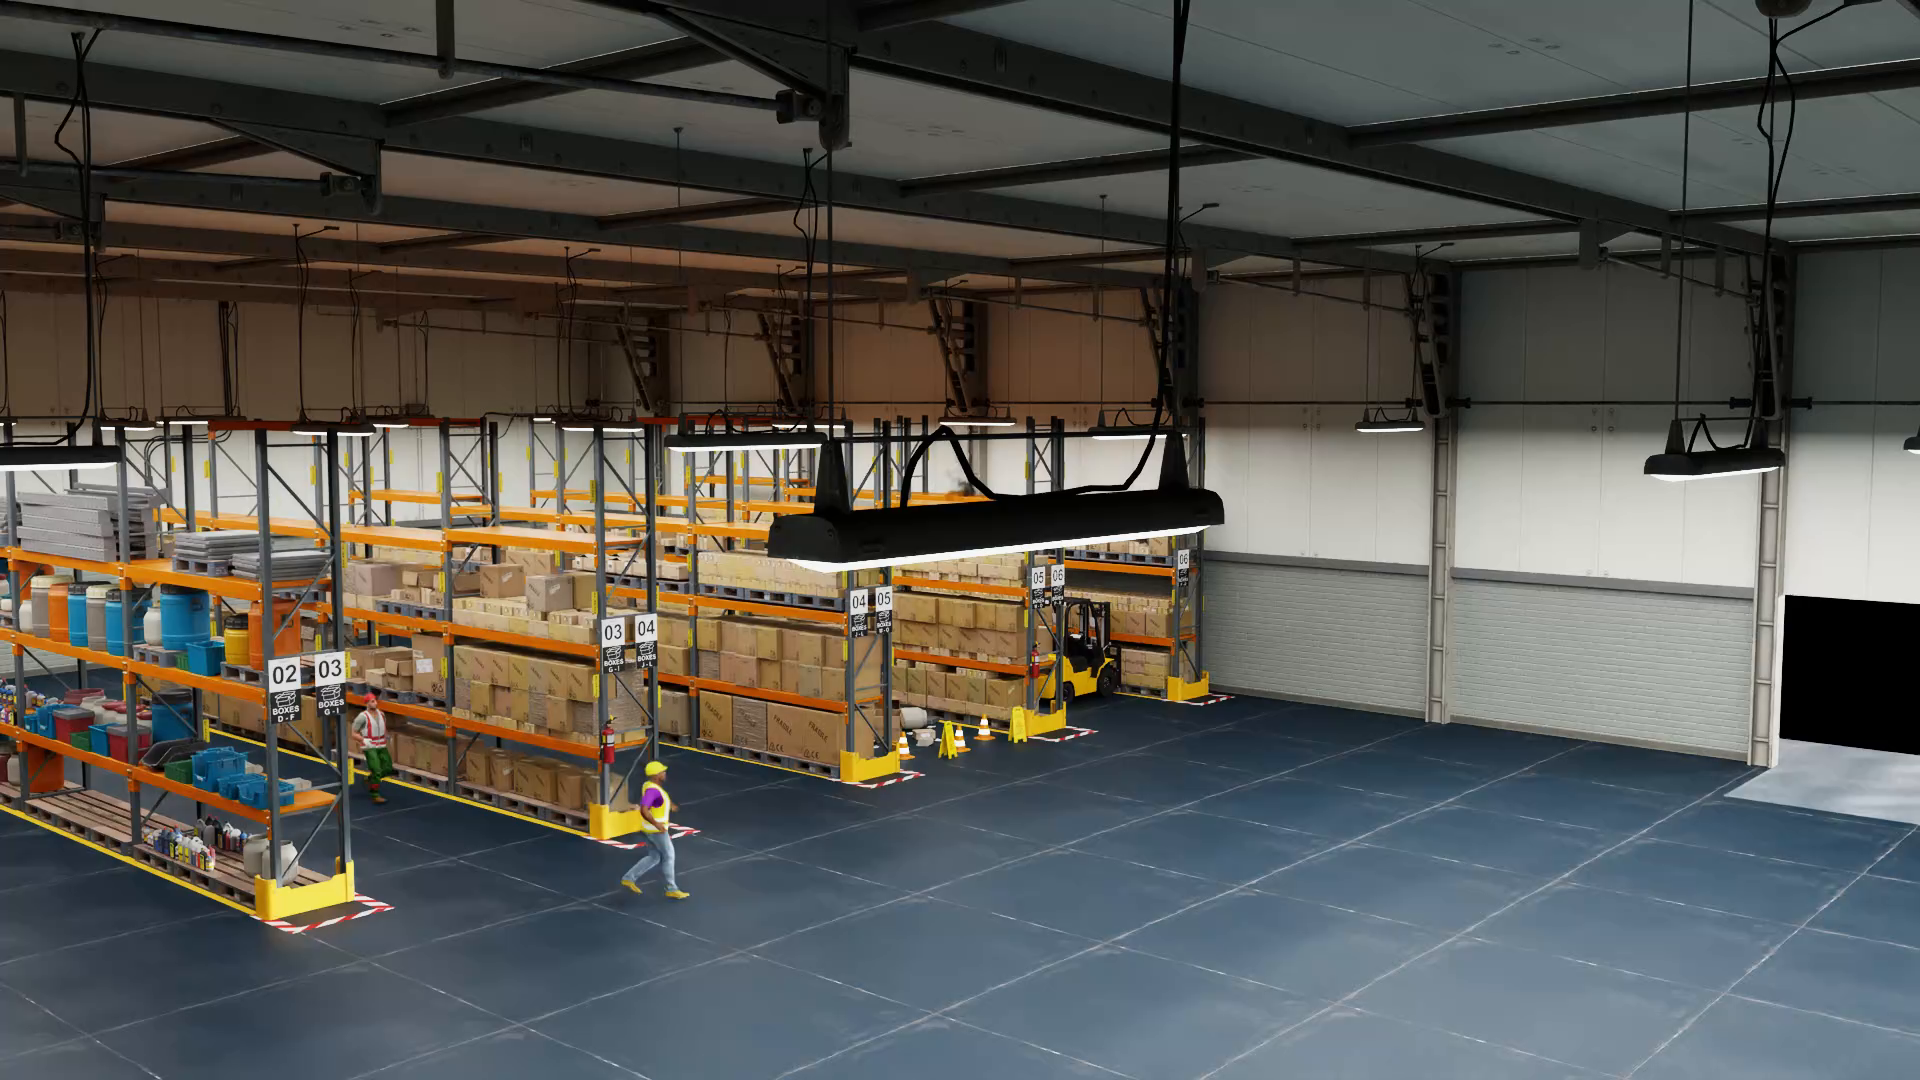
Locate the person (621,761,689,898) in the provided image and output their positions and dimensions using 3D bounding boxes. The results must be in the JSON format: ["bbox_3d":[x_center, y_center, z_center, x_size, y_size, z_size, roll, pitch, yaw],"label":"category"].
[{"bbox_3d":[-3.881,3.689,21.119,0.853,1.774,0.698,-2,5,-20],"label":"person"}]

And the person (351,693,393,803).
[{"bbox_3d":[-9.286,3.279,26.279,0.621,1.737,0.653,3,6,32],"label":"person"}]
